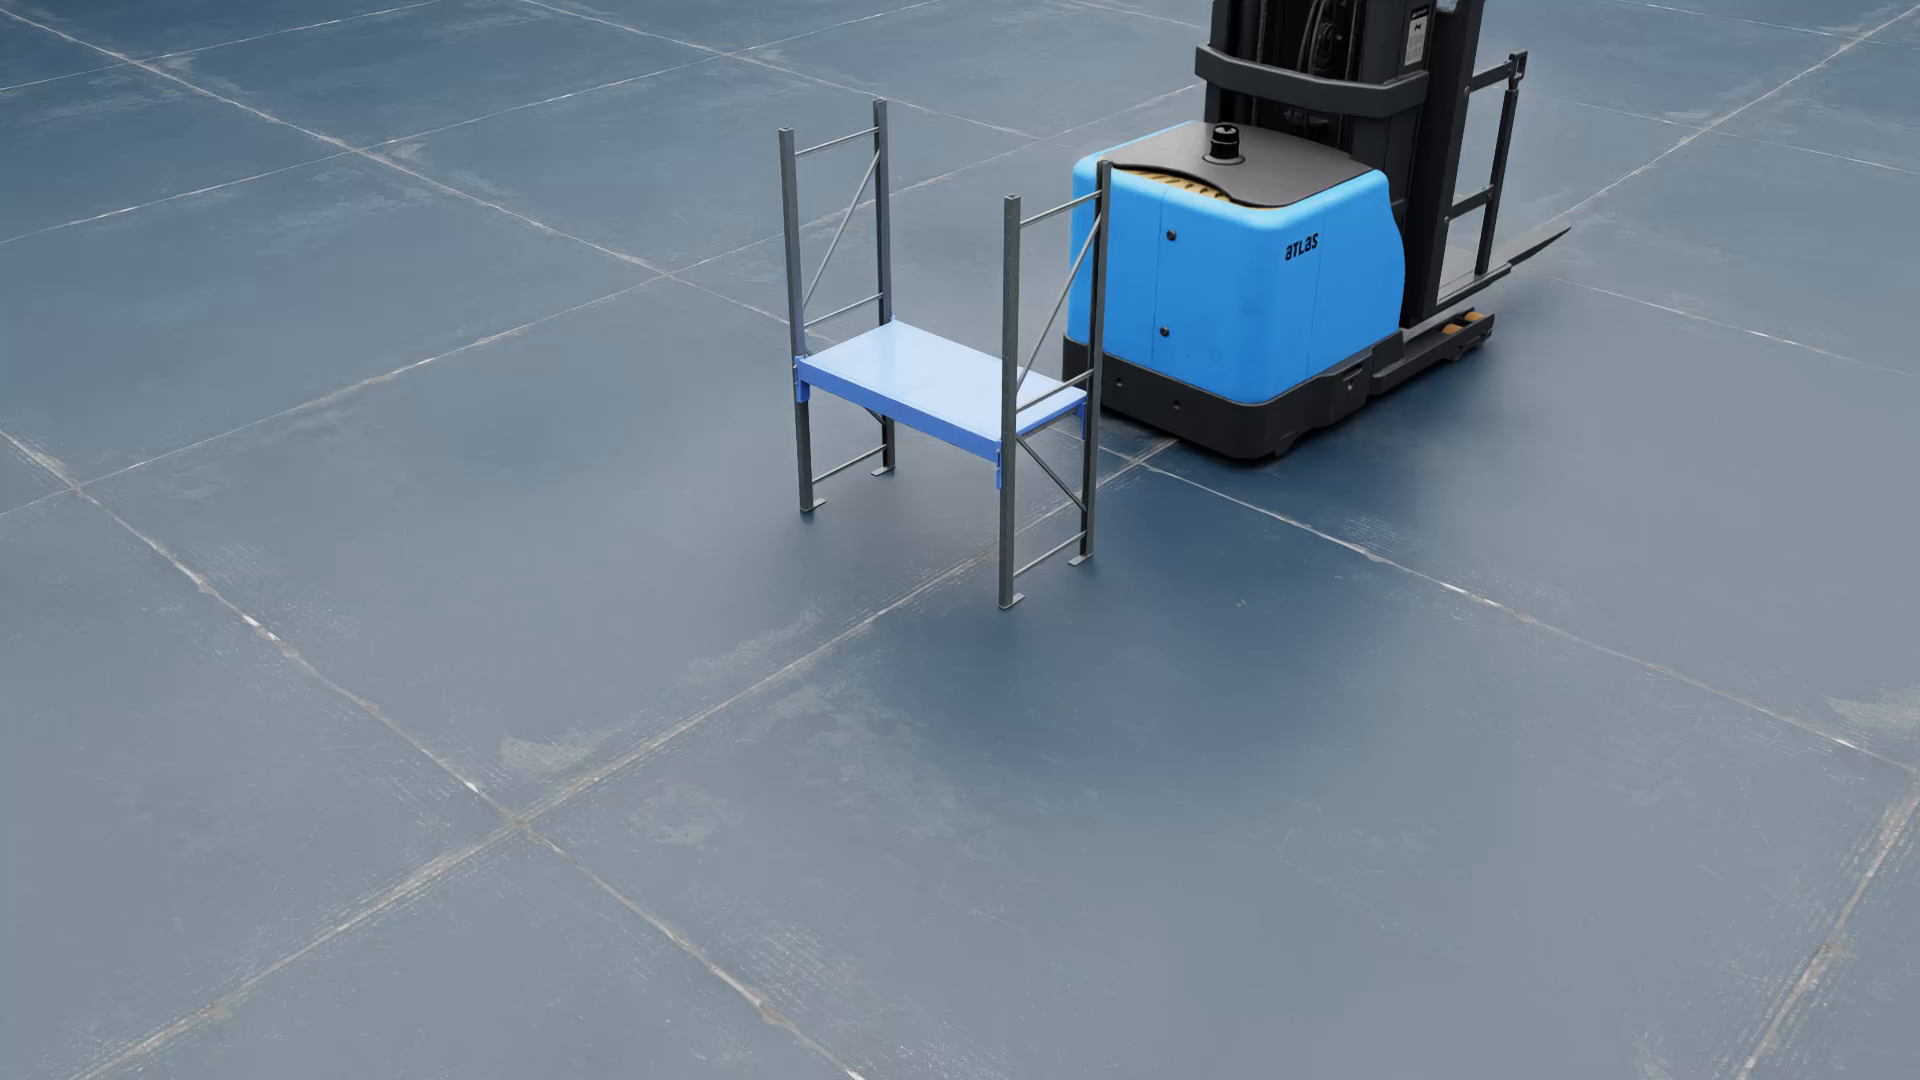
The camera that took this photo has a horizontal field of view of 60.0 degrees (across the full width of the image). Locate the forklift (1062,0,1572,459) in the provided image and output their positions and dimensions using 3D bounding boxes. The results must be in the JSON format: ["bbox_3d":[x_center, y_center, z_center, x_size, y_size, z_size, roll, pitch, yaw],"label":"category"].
[{"bbox_3d":[1.833,-2.241,7.131,1.130,2.935,3.031,27,40,37],"label":"forklift"}]

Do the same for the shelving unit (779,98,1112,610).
[{"bbox_3d":[-0.063,-0.672,5.912,1.048,1.500,0.538,25,39,35],"label":"shelving unit"}]

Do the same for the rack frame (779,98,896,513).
[{"bbox_3d":[-0.440,-0.848,6.204,0.032,1.500,0.500,25,39,35],"label":"rack frame"}]

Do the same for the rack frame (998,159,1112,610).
[{"bbox_3d":[0.314,-0.496,5.620,0.032,1.500,0.500,25,39,35],"label":"rack frame"}]

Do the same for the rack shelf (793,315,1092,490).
[{"bbox_3d":[-0.063,-0.518,6.005,1.000,0.185,0.538,25,39,35],"label":"rack shelf"}]
